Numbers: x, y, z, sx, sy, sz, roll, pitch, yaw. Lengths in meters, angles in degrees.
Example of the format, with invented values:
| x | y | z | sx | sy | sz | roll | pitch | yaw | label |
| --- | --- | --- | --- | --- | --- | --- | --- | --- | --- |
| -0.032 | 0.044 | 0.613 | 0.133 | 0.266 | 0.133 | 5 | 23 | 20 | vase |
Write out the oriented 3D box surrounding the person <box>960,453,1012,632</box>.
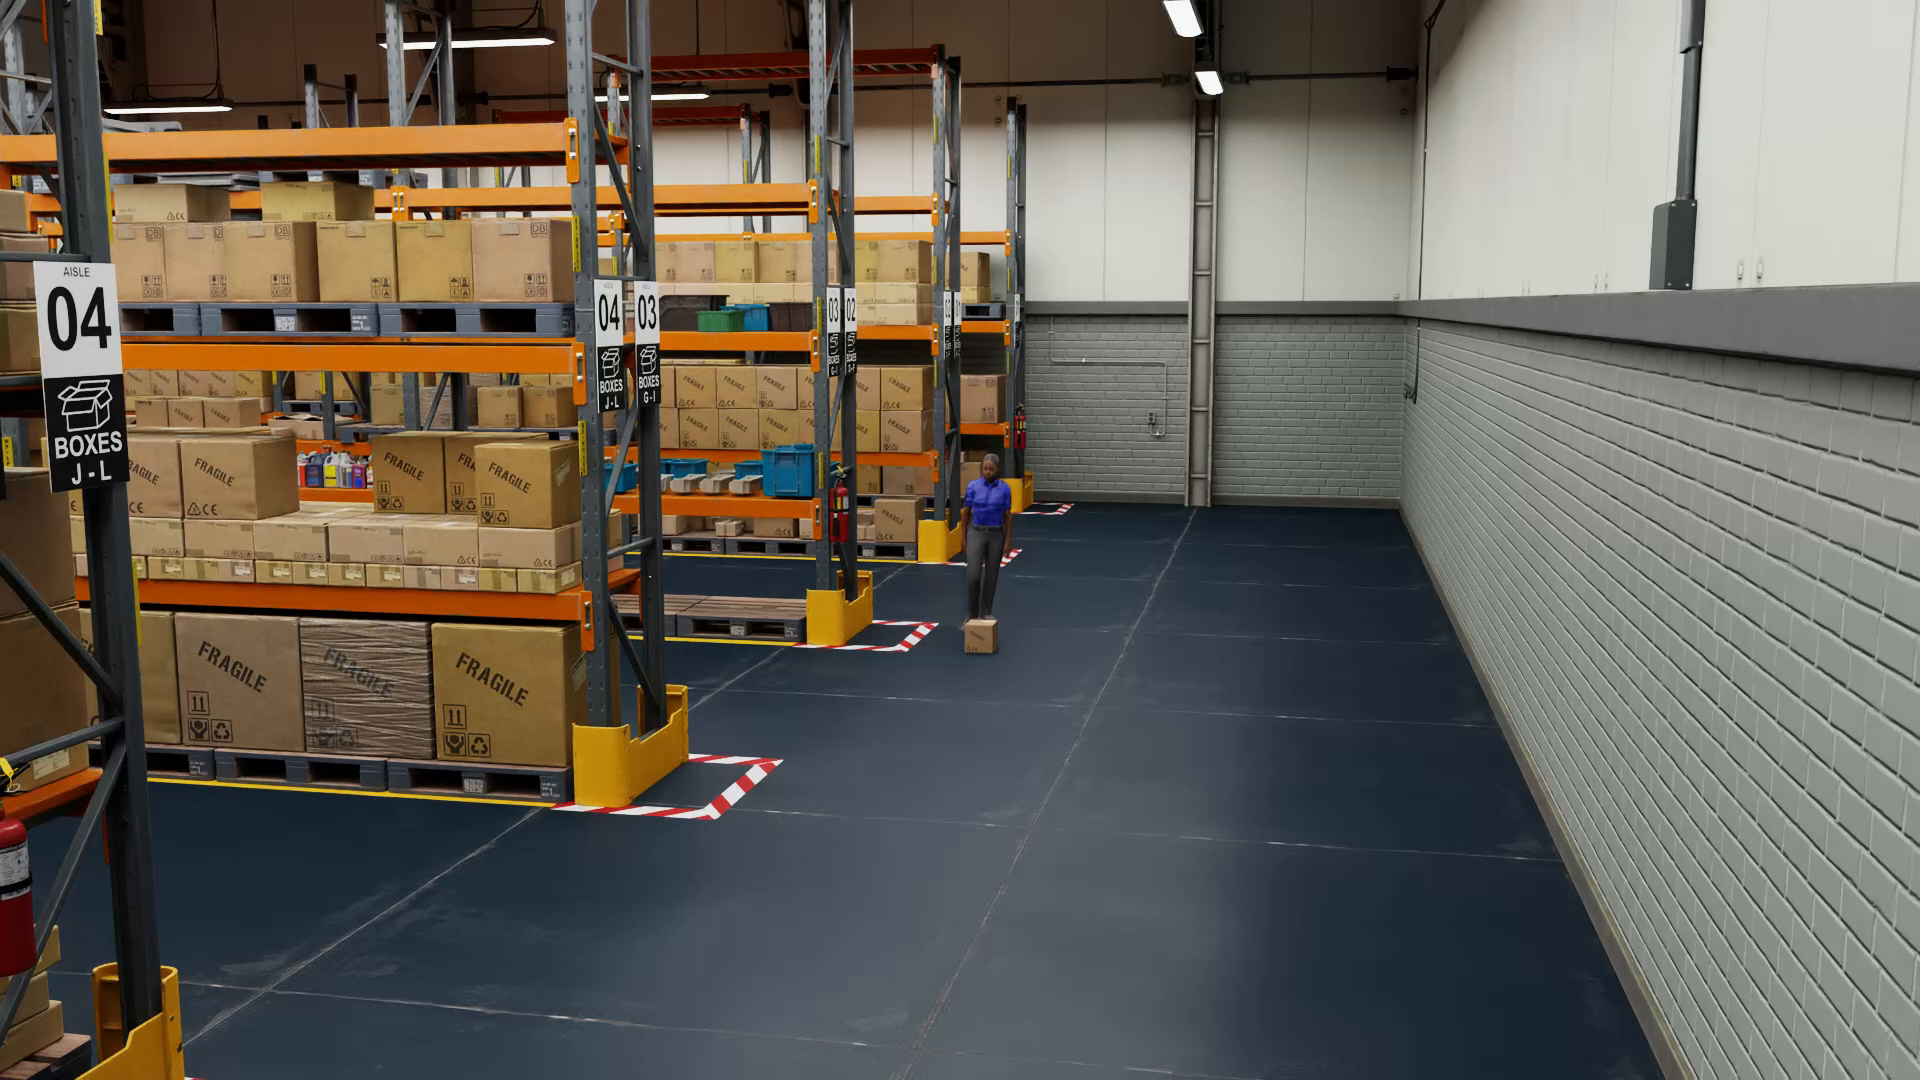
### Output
| x | y | z | sx | sy | sz | roll | pitch | yaw | label |
| --- | --- | --- | --- | --- | --- | --- | --- | --- | --- |
| 0.225 | 0.019 | 15.735 | 0.511 | 1.701 | 0.410 | -2 | 8 | -12 | person |
